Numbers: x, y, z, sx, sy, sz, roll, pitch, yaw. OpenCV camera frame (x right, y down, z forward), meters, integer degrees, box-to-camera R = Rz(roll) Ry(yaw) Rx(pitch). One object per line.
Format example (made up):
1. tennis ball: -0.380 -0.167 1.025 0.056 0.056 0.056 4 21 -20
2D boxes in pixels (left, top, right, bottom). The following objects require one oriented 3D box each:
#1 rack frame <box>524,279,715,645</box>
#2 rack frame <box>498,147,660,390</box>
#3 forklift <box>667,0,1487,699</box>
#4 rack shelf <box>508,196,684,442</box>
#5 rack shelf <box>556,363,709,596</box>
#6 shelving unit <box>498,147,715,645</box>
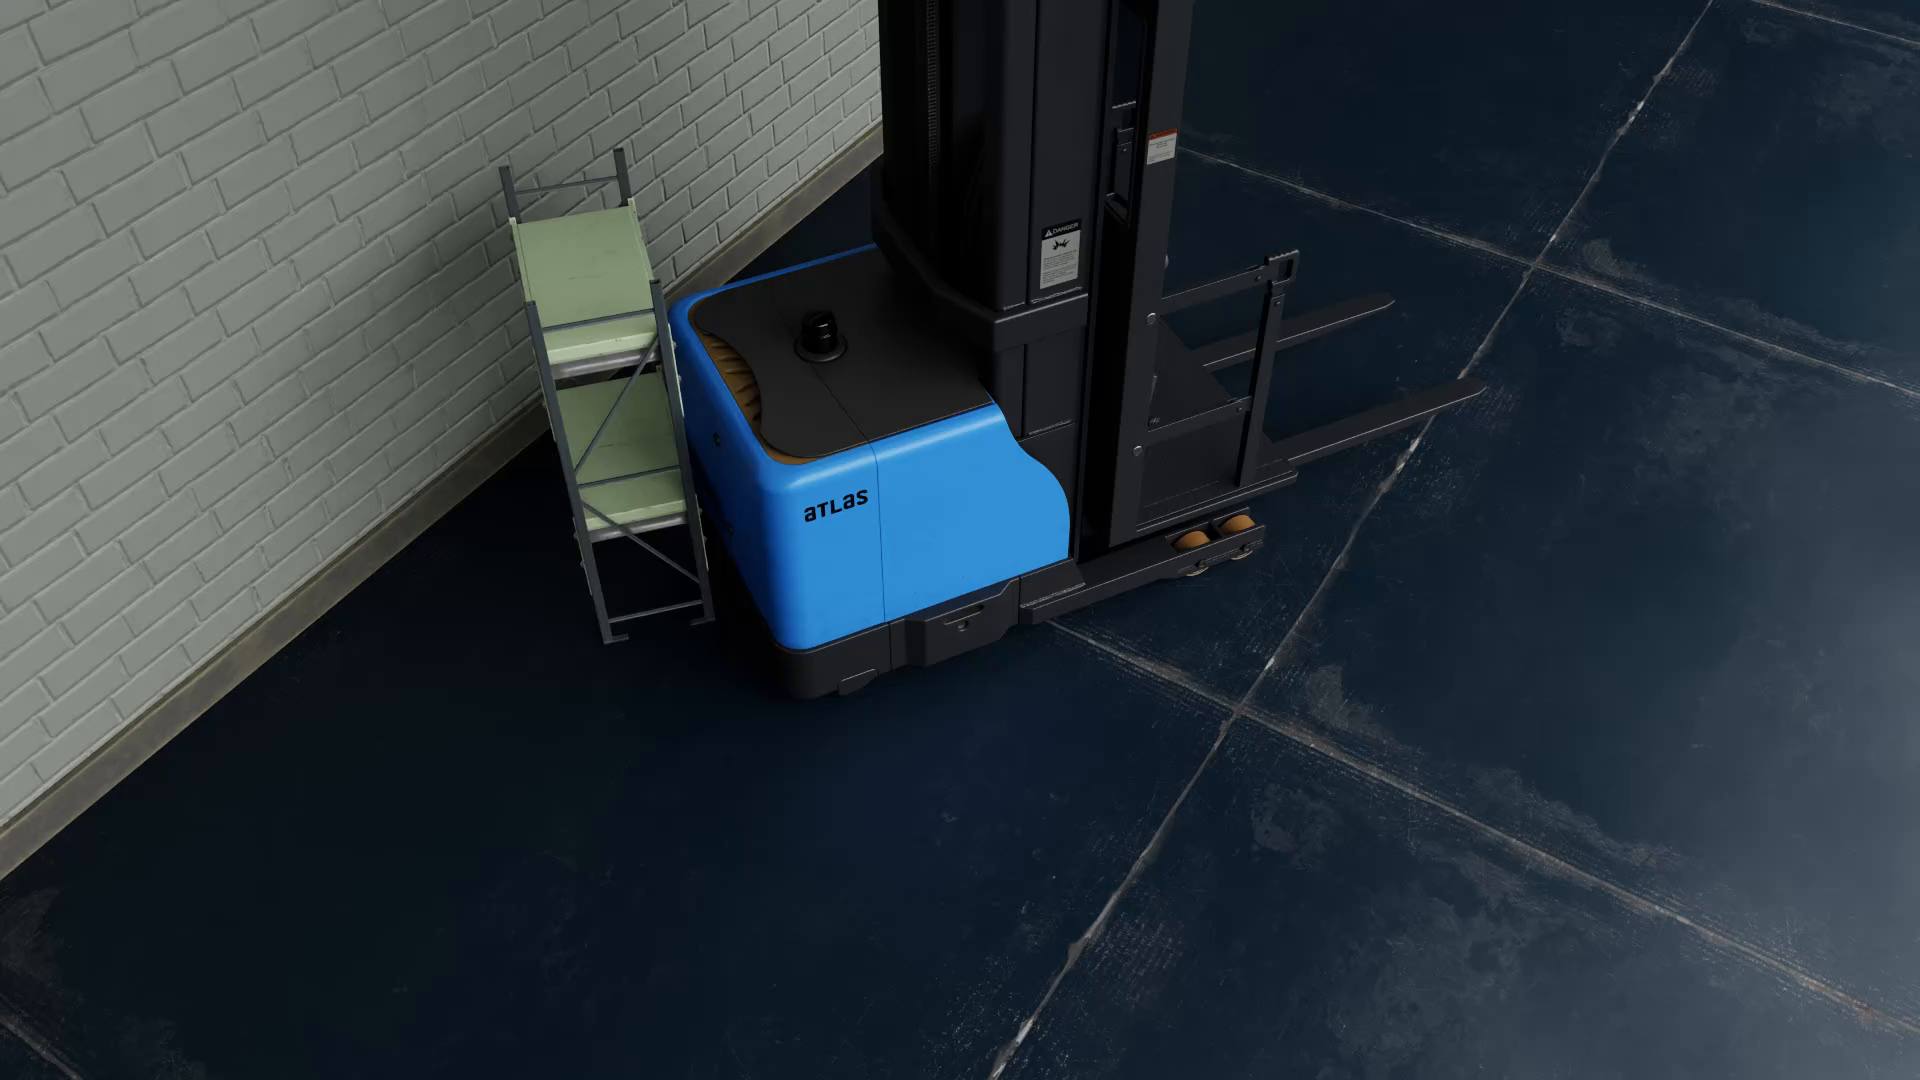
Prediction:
1. rack frame: -1.073 -0.201 5.399 0.400 1.500 0.023 -12 47 -11
2. rack frame: -1.282 -0.704 5.888 0.400 1.500 0.023 -12 47 -11
3. forklift: 0.562 -1.214 5.386 3.031 2.935 1.130 -19 49 -18
4. rack shelf: -1.177 -0.724 5.364 0.431 0.370 0.720 -12 47 -11
5. rack shelf: -1.177 -0.225 5.878 0.431 0.370 0.720 -12 47 -11
6. shelving unit: -1.177 -0.452 5.644 0.431 1.500 0.755 -12 47 -11
